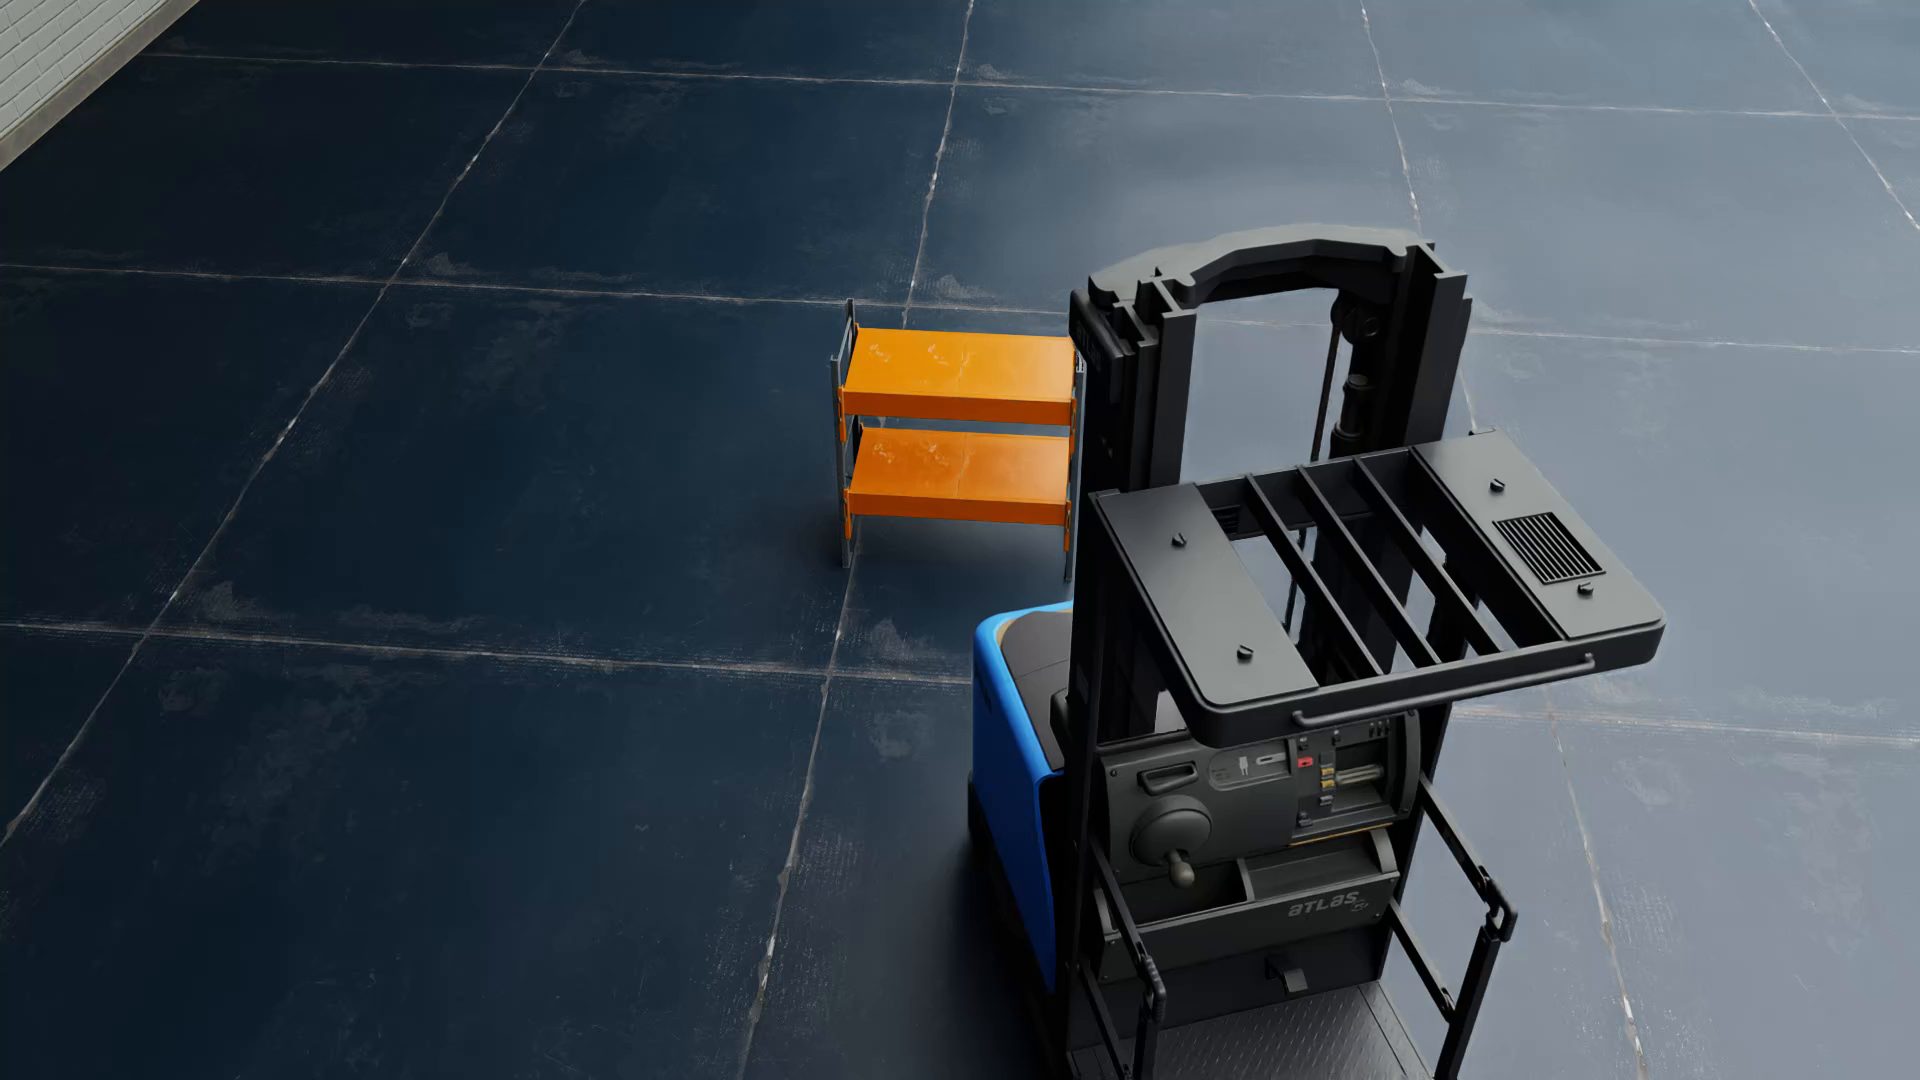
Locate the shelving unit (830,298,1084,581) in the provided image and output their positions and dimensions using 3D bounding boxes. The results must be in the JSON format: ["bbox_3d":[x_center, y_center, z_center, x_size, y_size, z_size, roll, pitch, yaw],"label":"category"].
[{"bbox_3d":[0.007,-0.436,7.394,1.048,1.125,0.538,3,39,4],"label":"shelving unit"}]

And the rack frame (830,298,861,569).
[{"bbox_3d":[-0.500,-0.464,7.428,0.032,1.125,0.500,3,39,4],"label":"rack frame"}]

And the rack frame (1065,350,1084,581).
[{"bbox_3d":[0.513,-0.408,7.360,0.032,1.125,0.500,3,39,4],"label":"rack frame"}]

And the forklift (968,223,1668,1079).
[{"bbox_3d":[0.904,0.783,4.467,1.130,2.935,3.031,-10,40,-12],"label":"forklift"}]

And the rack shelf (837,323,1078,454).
[{"bbox_3d":[0.007,-0.663,7.210,1.000,0.278,0.538,3,39,4],"label":"rack shelf"}]

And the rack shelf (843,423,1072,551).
[{"bbox_3d":[0.007,-0.246,7.549,1.000,0.278,0.538,3,39,4],"label":"rack shelf"}]
